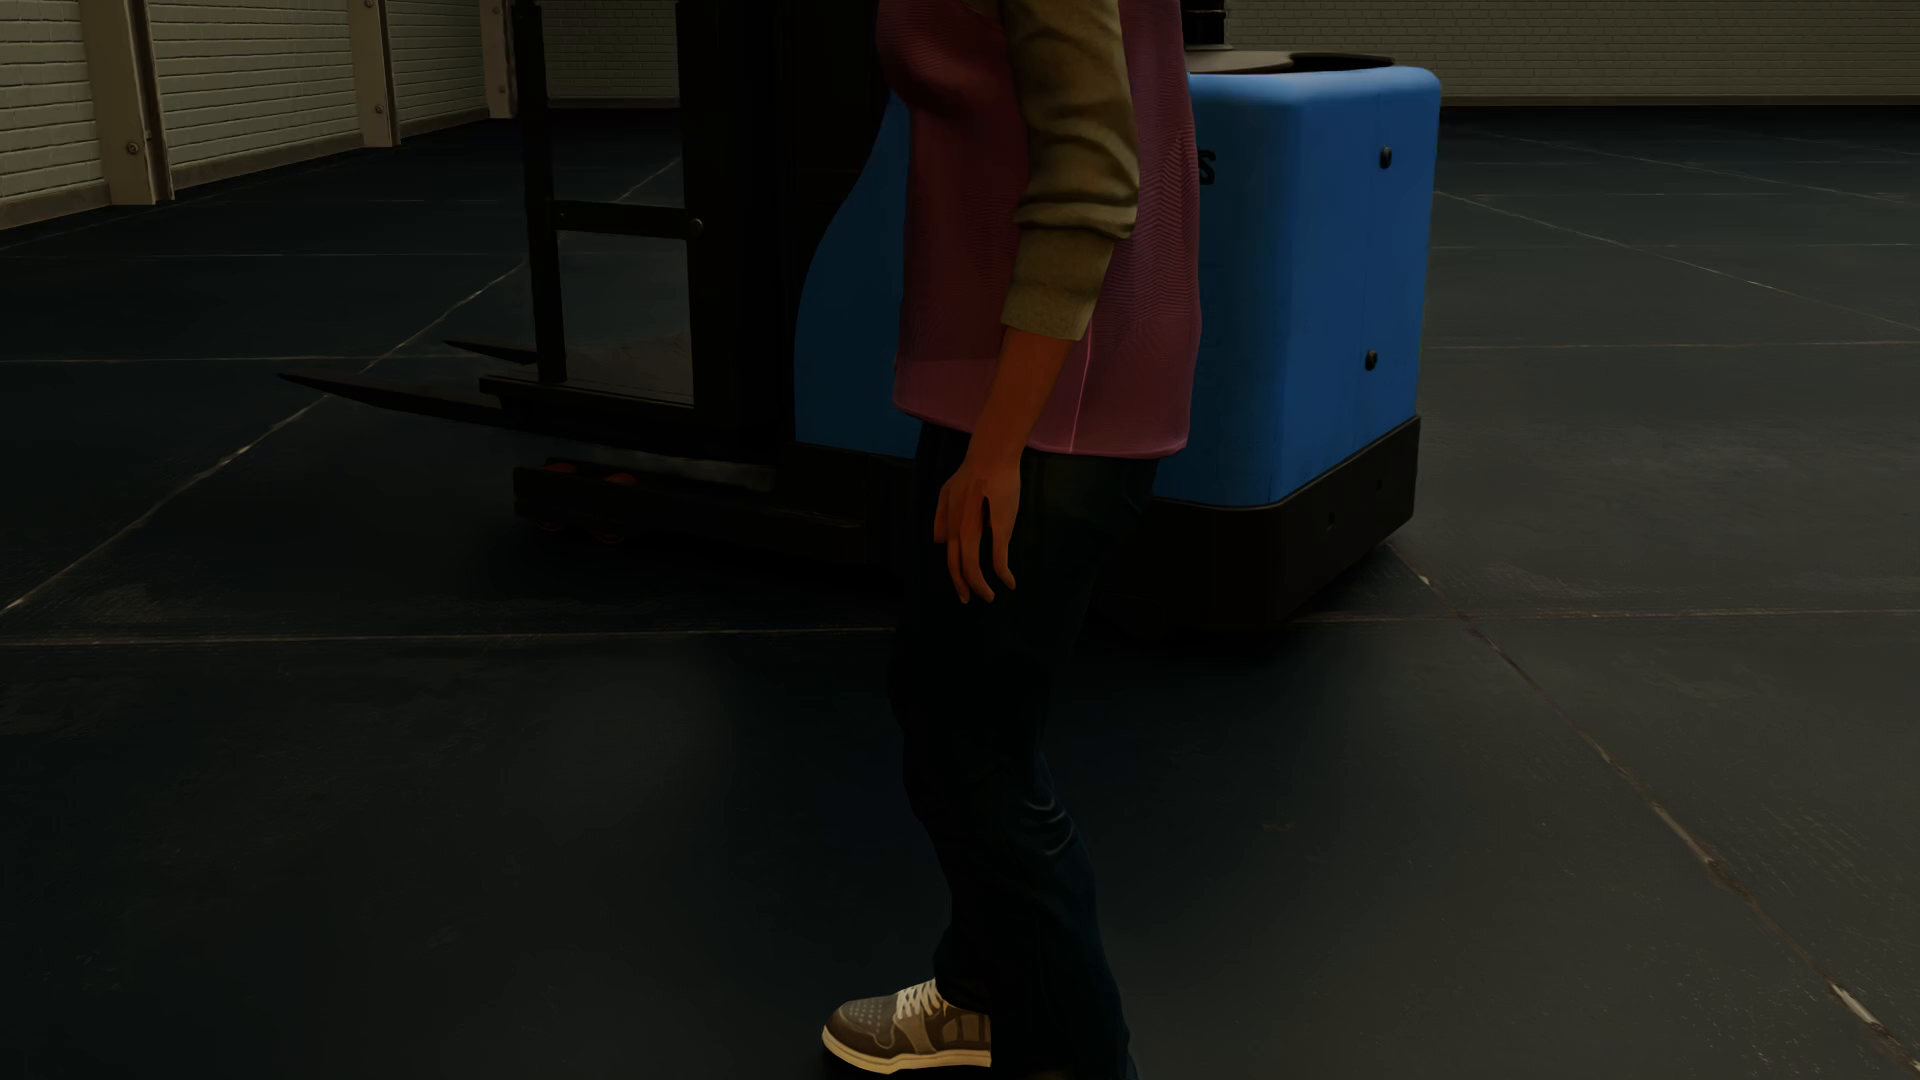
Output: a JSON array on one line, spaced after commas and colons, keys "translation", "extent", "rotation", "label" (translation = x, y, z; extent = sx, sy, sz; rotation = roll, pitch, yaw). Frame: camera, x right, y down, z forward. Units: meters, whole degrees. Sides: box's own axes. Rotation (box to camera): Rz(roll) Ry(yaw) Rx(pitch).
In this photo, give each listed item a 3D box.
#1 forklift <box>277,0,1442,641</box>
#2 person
[{"translation": [-0.468, -1.510, 3.845], "extent": [3.031, 2.935, 1.130], "rotation": [10, 20, 30], "label": "forklift"}, {"translation": [0.028, -0.114, 1.574], "extent": [0.367, 1.592, 0.514], "rotation": [-1, 17, -2], "label": "person"}]
